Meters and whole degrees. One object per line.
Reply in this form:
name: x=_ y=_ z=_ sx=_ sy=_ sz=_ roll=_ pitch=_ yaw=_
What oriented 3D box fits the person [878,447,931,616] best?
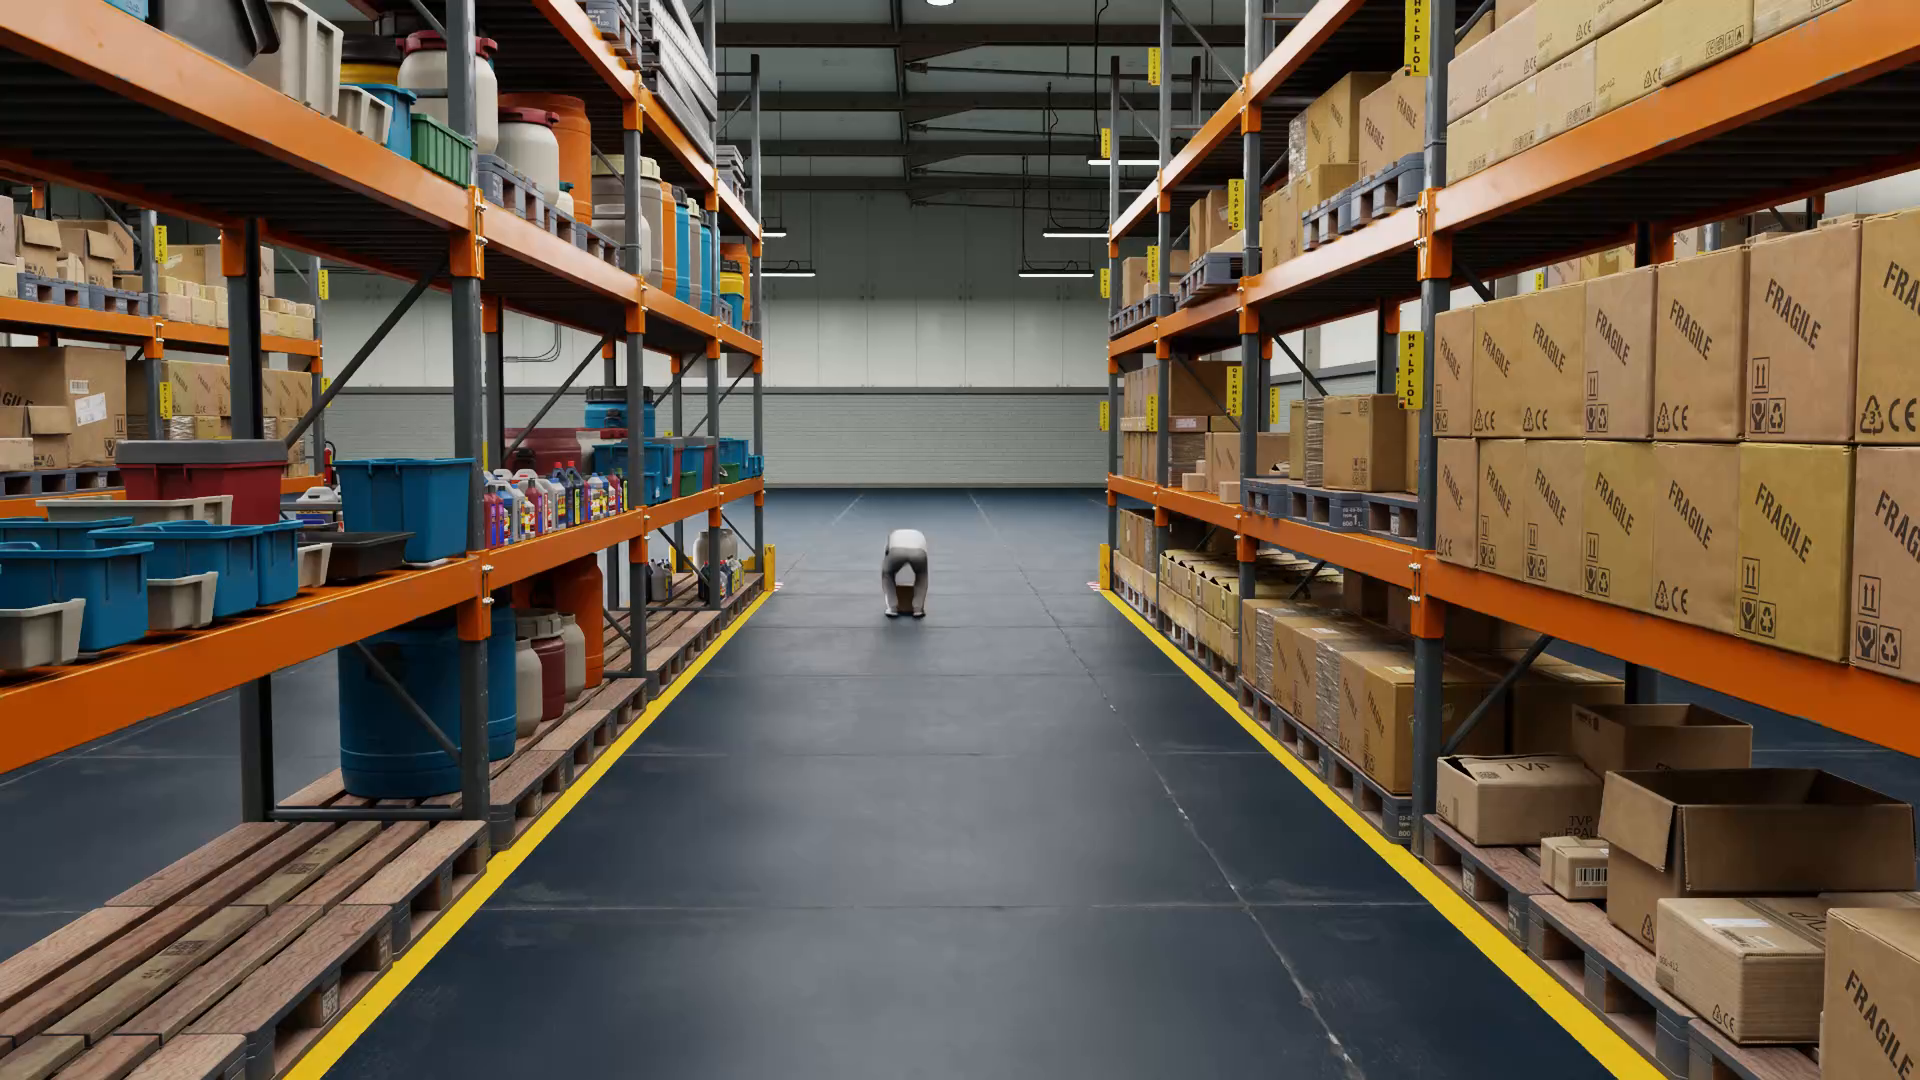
person: x=-0.541 y=-0.081 z=16.222 sx=0.517 sy=1.656 sz=0.397 roll=0 pitch=4 yaw=-4
